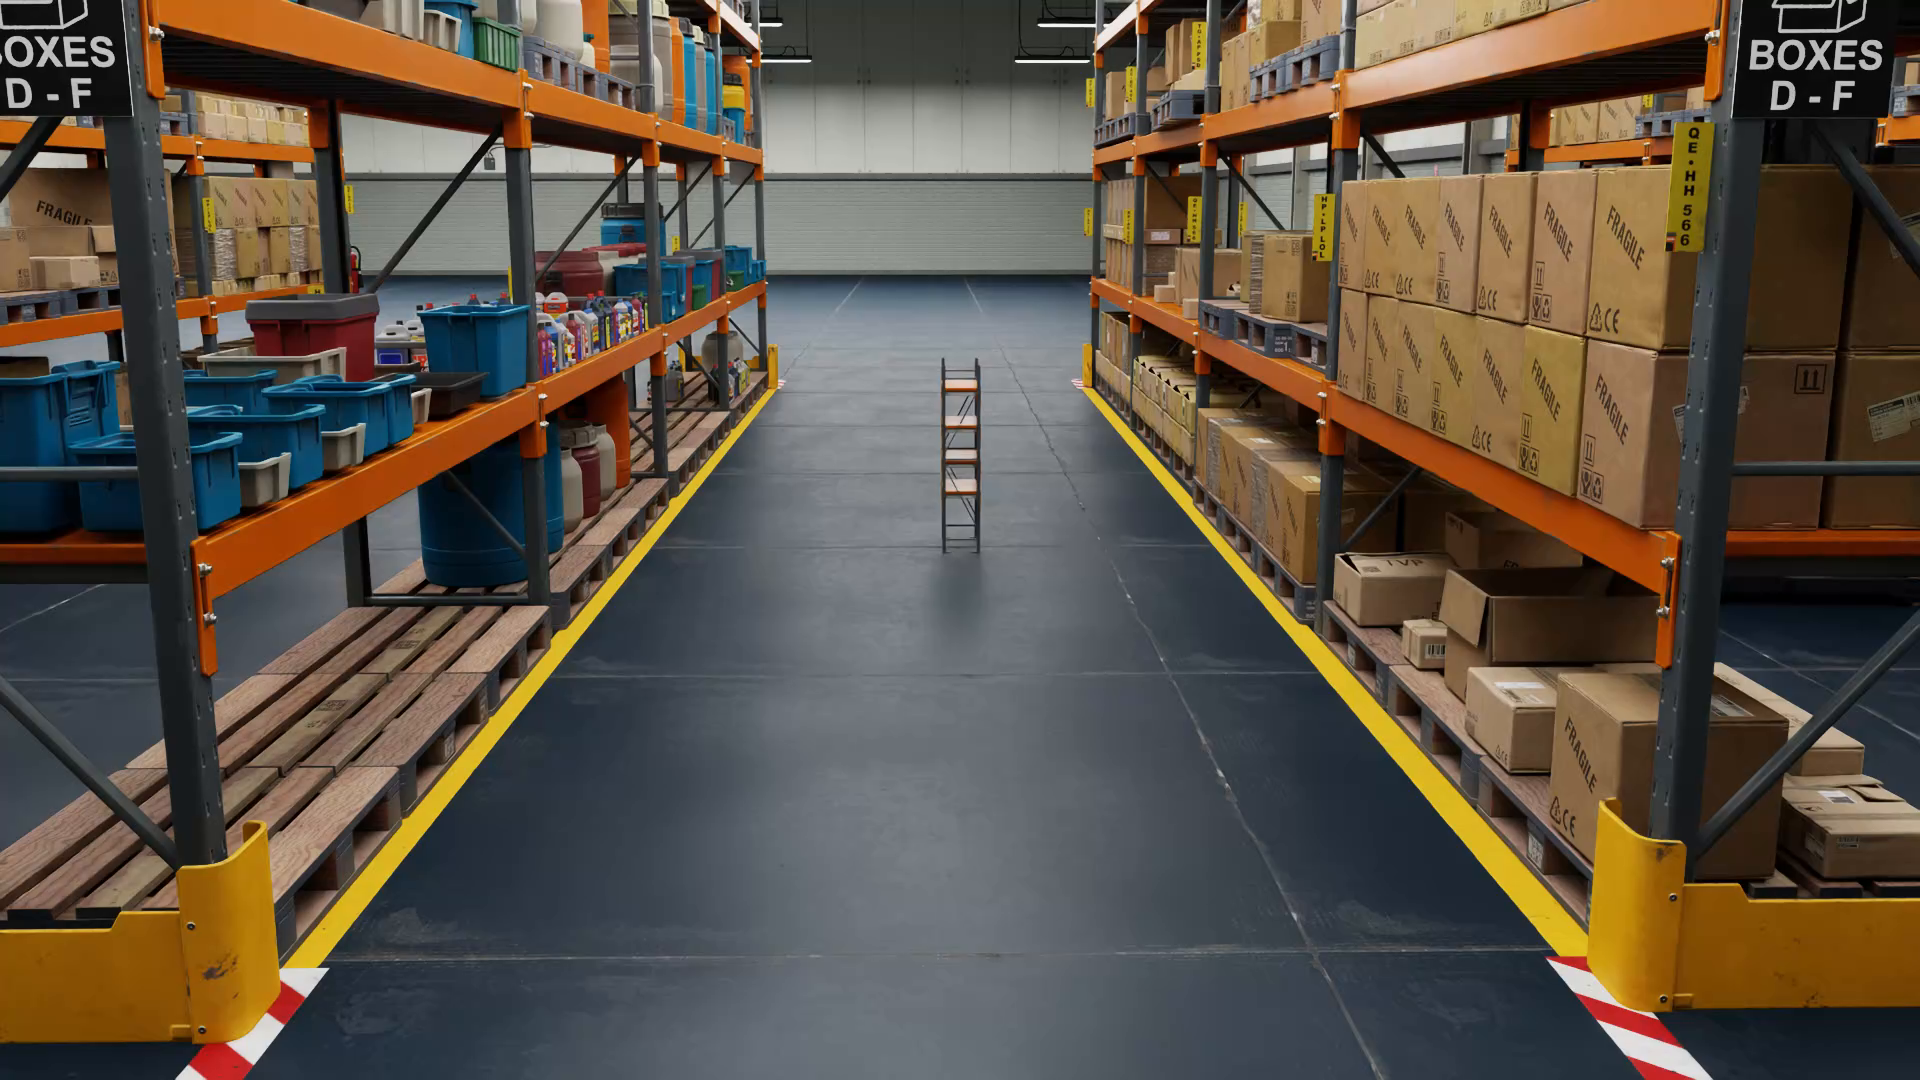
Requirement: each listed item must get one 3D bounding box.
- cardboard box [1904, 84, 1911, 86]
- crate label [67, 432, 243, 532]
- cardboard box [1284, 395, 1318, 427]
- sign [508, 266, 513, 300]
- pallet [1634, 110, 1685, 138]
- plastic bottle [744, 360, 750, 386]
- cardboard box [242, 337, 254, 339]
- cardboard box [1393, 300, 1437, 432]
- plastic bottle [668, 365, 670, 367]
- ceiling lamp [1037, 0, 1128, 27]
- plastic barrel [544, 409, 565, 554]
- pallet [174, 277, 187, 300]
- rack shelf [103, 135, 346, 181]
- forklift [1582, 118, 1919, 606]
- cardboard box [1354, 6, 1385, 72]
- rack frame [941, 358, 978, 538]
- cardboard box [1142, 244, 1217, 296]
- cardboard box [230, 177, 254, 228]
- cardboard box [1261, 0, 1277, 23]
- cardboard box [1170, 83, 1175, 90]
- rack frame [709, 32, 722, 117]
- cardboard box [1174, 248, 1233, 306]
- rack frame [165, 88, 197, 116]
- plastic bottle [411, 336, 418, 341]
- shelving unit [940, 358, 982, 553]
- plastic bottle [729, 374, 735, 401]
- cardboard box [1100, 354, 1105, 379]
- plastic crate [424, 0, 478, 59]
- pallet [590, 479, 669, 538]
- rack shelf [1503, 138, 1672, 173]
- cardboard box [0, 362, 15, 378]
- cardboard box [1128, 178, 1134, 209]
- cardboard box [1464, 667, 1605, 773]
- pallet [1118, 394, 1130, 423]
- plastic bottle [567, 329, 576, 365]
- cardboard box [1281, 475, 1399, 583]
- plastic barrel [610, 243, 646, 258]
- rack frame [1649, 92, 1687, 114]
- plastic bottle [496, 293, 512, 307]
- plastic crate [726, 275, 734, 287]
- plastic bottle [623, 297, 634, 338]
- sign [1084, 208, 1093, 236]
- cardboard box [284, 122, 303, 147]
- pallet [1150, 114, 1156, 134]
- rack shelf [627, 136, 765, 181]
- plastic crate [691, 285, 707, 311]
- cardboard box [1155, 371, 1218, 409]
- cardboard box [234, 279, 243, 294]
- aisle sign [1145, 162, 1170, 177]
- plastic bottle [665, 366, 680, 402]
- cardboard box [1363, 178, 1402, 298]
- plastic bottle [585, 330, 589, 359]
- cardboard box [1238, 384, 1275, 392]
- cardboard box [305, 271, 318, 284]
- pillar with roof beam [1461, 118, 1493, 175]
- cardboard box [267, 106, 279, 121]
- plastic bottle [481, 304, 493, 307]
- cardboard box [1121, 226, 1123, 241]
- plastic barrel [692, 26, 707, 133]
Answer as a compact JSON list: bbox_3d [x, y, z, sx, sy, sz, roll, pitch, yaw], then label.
[{"bbox_3d":[6.933,-3.372,12.765,0.500,0.311,0.500,0,11,-1],"label":"cardboard box"},{"bbox_3d":[-2.198,-0.161,4.576,0.416,0.233,0.303,0,11,-1],"label":"crate label"},{"bbox_3d":[2.524,-0.935,11.416,0.500,0.250,0.500,0,11,1],"label":"cardboard box"},{"bbox_3d":[-3.237,-1.829,12.121,0.100,0.325,0.005,0,11,-1],"label":"sign"},{"bbox_3d":[7.041,-3.844,15.389,1.213,0.211,1.003,0,11,-1],"label":"pallet"},{"bbox_3d":[-2.356,-1.841,18.316,0.061,0.283,0.133,0,11,0],"label":"plastic bottle"},{"bbox_3d":[-7.762,-2.061,18.903,0.500,0.500,0.500,3,12,14],"label":"cardboard box"},{"bbox_3d":[2.108,-0.723,6.826,0.500,0.500,0.500,0,11,-1],"label":"cardboard box"},{"bbox_3d":[-3.114,-1.732,17.807,0.097,0.271,0.097,0,11,0],"label":"plastic bottle"},{"bbox_3d":[2.620,-12.413,34.932,2.000,3.185,0.800,0,11,-1],"label":"ceiling lamp"},{"bbox_3d":[-2.614,-0.384,9.630,0.600,0.901,0.708,0,11,-1],"label":"plastic barrel"},{"bbox_3d":[-7.852,-2.281,15.242,1.003,0.211,1.213,0,11,-1],"label":"pallet"},{"bbox_3d":[-7.763,-4.043,17.708,1.077,0.370,4.000,0,11,-1],"label":"rack shelf"},{"bbox_3d":[5.250,-1.177,9.491,3.031,2.935,1.130,0,11,1],"label":"forklift"},{"bbox_3d":[2.110,-2.276,7.568,0.500,0.250,0.500,0,11,-1],"label":"cardboard box"},{"bbox_3d":[-0.002,-0.604,11.017,0.240,1.200,0.015,0,11,-1],"label":"rack frame"},{"bbox_3d":[2.167,-2.705,16.596,0.700,0.500,0.500,-1,11,-3],"label":"cardboard box"},{"bbox_3d":[-7.489,-3.402,16.772,0.500,0.500,0.500,0,11,-1],"label":"cardboard box"},{"bbox_3d":[2.278,-3.594,10.917,0.500,0.500,0.500,0,11,-1],"label":"cardboard box"},{"bbox_3d":[2.185,-4.048,15.243,0.500,0.250,0.500,1,12,5],"label":"cardboard box"},{"bbox_3d":[-2.770,-5.488,15.478,1.000,3.000,0.127,0,11,-1],"label":"rack frame"},{"bbox_3d":[2.193,-2.359,14.893,0.500,0.500,0.500,1,11,3],"label":"cardboard box"},{"bbox_3d":[-7.722,-5.468,15.378,1.000,3.000,0.127,0,11,-1],"label":"rack frame"},{"bbox_3d":[-2.908,-0.987,8.881,0.097,0.201,0.097,0,11,0],"label":"plastic bottle"},{"bbox_3d":[0.003,-0.555,10.778,0.258,1.200,0.503,0,11,-1],"label":"shelving unit"},{"bbox_3d":[-2.372,-1.558,16.939,0.152,0.276,0.135,0,11,1],"label":"plastic bottle"},{"bbox_3d":[1.902,-2.014,19.303,0.500,0.250,0.500,0,11,-1],"label":"cardboard box"},{"bbox_3d":[-2.267,-2.166,7.069,0.416,0.233,0.300,0,11,-1],"label":"plastic crate"},{"bbox_3d":[-2.629,-0.230,11.661,1.003,0.211,1.213,0,11,-1],"label":"pallet"},{"bbox_3d":[7.094,-4.104,18.008,1.077,0.370,4.000,0,11,-1],"label":"rack shelf"},{"bbox_3d":[-7.683,-1.224,12.841,0.500,0.250,0.500,0,11,1],"label":"cardboard box"},{"bbox_3d":[2.145,-3.541,17.453,0.700,0.500,0.500,0,11,-1],"label":"cardboard box"},{"bbox_3d":[2.183,0.654,6.103,0.500,0.250,0.500,0,11,-1],"label":"cardboard box"},{"bbox_3d":[2.208,-1.359,17.229,1.003,0.211,1.213,0,11,-1],"label":"pallet"},{"bbox_3d":[-2.220,-1.089,9.381,0.097,0.201,0.097,0,11,0],"label":"plastic bottle"},{"bbox_3d":[2.051,-0.065,9.015,0.500,0.500,0.500,0,11,-1],"label":"cardboard box"},{"bbox_3d":[-2.970,-2.424,15.120,0.433,0.535,0.433,0,11,0],"label":"plastic barrel"},{"bbox_3d":[7.135,-5.529,15.679,1.000,3.000,0.127,0,11,-1],"label":"rack frame"},{"bbox_3d":[-2.824,-1.361,10.349,0.144,0.351,0.185,0,11,-1],"label":"plastic bottle"},{"bbox_3d":[-2.654,-2.622,16.597,0.767,0.338,0.504,0,11,-1],"label":"plastic crate"},{"bbox_3d":[-2.260,-1.504,11.250,0.097,0.271,0.097,0,11,0],"label":"plastic bottle"},{"bbox_3d":[1.545,-3.825,19.992,0.100,0.325,0.005,0,11,-1],"label":"sign"},{"bbox_3d":[-7.525,-4.424,18.152,0.500,0.250,0.500,0,11,0],"label":"cardboard box"},{"bbox_3d":[2.213,-3.769,15.028,0.805,0.209,1.217,-1,11,-3],"label":"pallet"},{"bbox_3d":[-2.811,-4.063,17.808,1.077,0.370,4.000,0,11,-1],"label":"rack shelf"},{"bbox_3d":[-2.452,-2.099,14.395,0.450,0.188,0.662,0,11,-1],"label":"plastic crate"},{"bbox_3d":[1.975,-1.312,14.431,0.500,0.311,0.500,0,11,0],"label":"cardboard box"},{"bbox_3d":[-7.451,-2.548,16.706,0.380,0.149,0.250,0,11,-1],"label":"cardboard box"},{"bbox_3d":[2.392,-4.651,19.903,0.394,0.787,0.004,0,11,-1],"label":"aisle sign"},{"bbox_3d":[-2.927,-1.593,16.923,0.144,0.351,0.185,0,11,-1],"label":"plastic bottle"},{"bbox_3d":[2.087,-1.319,7.251,0.500,0.500,0.500,-1,11,-3],"label":"cardboard box"},{"bbox_3d":[-2.228,-1.161,9.739,0.097,0.201,0.097,0,11,0],"label":"plastic bottle"},{"bbox_3d":[2.528,-1.115,13.462,0.500,0.311,0.500,-1,11,-3],"label":"cardboard box"},{"bbox_3d":[-7.541,-2.995,18.910,0.380,0.149,0.250,0,11,-1],"label":"cardboard box"},{"bbox_3d":[3.503,-7.363,24.722,9.100,9.000,0.400,0,11,-1],"label":"pillar with roof beam"},{"bbox_3d":[-7.508,-4.548,17.761,0.380,0.149,0.250,-1,11,-4],"label":"cardboard box"},{"bbox_3d":[-2.973,-1.329,10.379,0.152,0.276,0.135,0,11,-1],"label":"plastic bottle"},{"bbox_3d":[1.929,-3.293,17.864,0.380,0.149,0.250,0,11,1],"label":"cardboard box"},{"bbox_3d":[-2.529,-4.034,14.592,0.600,0.901,0.600,0,11,0],"label":"plastic barrel"}]
